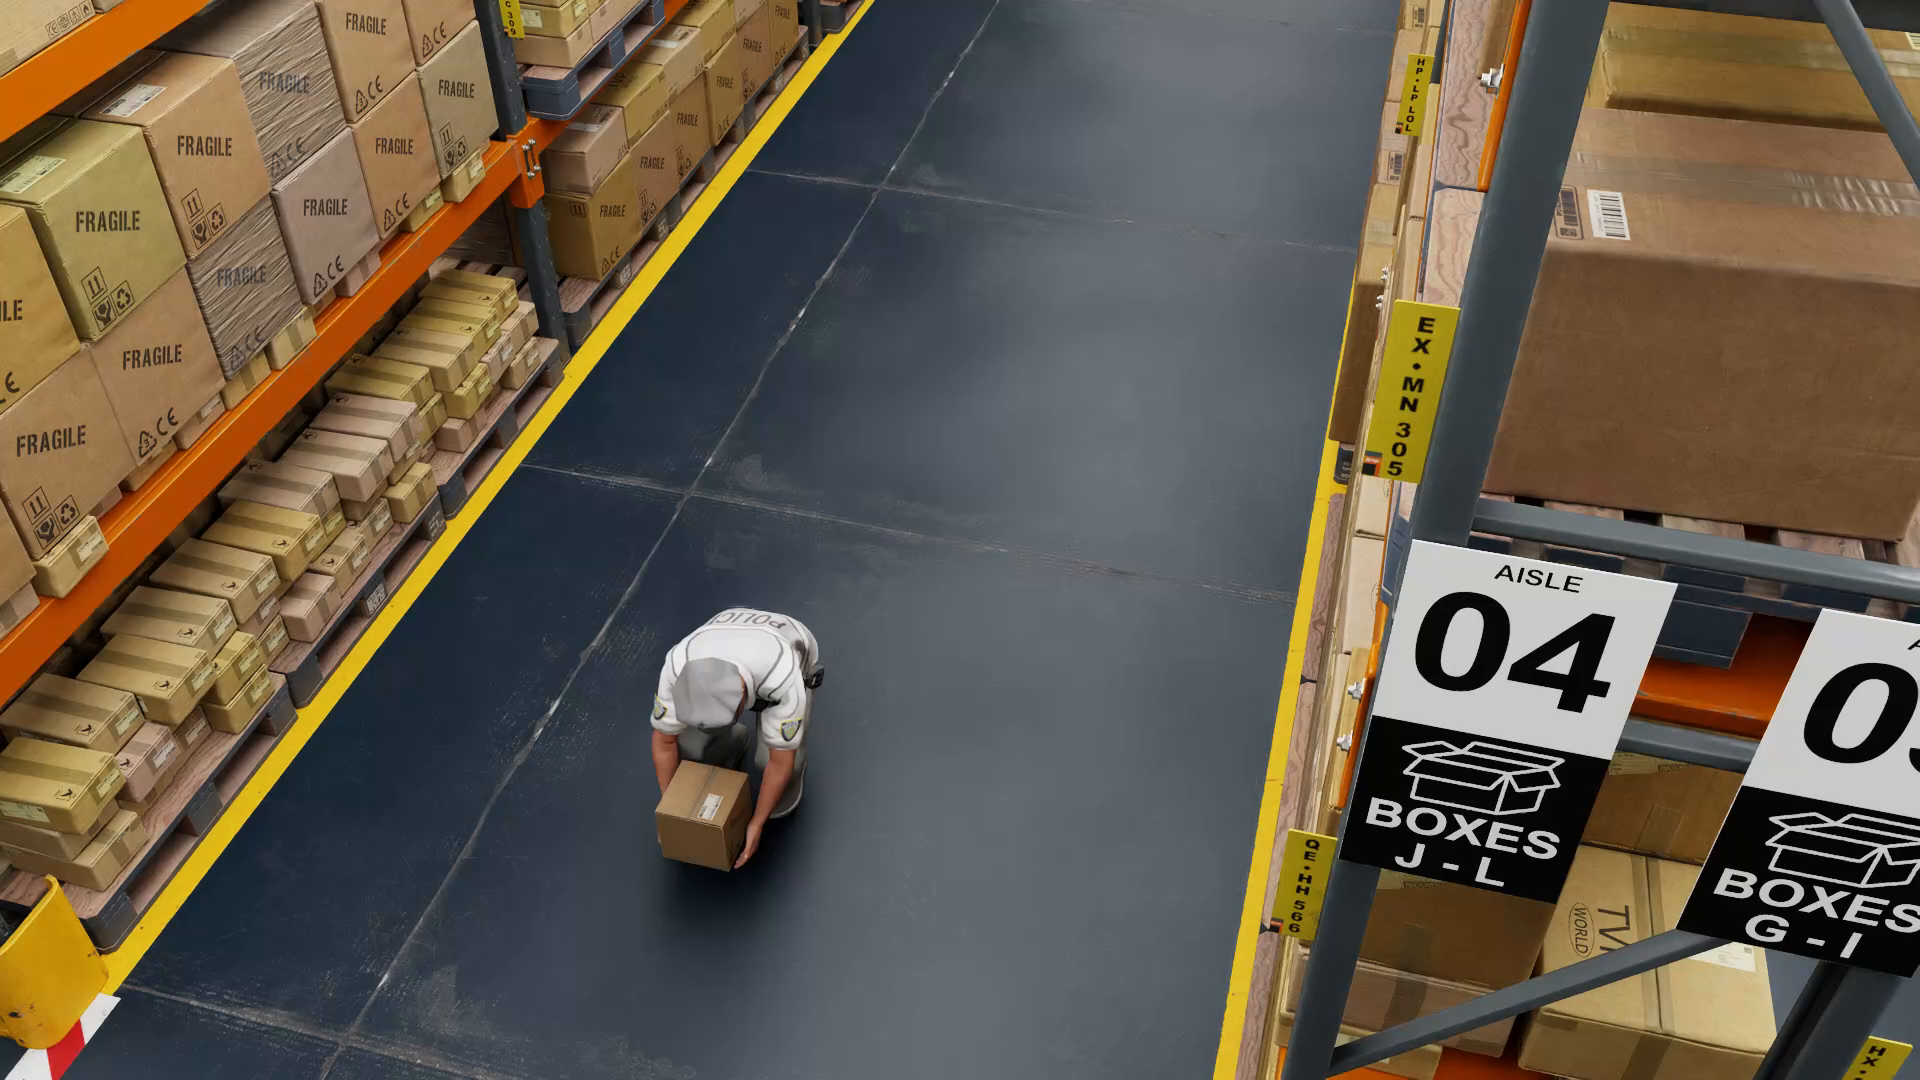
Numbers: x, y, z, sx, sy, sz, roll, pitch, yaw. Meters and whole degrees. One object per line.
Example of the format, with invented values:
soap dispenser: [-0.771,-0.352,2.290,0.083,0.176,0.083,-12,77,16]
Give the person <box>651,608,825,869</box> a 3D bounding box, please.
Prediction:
person: [-0.788,0.613,6.018,0.566,1.009,0.910,10,42,11]
